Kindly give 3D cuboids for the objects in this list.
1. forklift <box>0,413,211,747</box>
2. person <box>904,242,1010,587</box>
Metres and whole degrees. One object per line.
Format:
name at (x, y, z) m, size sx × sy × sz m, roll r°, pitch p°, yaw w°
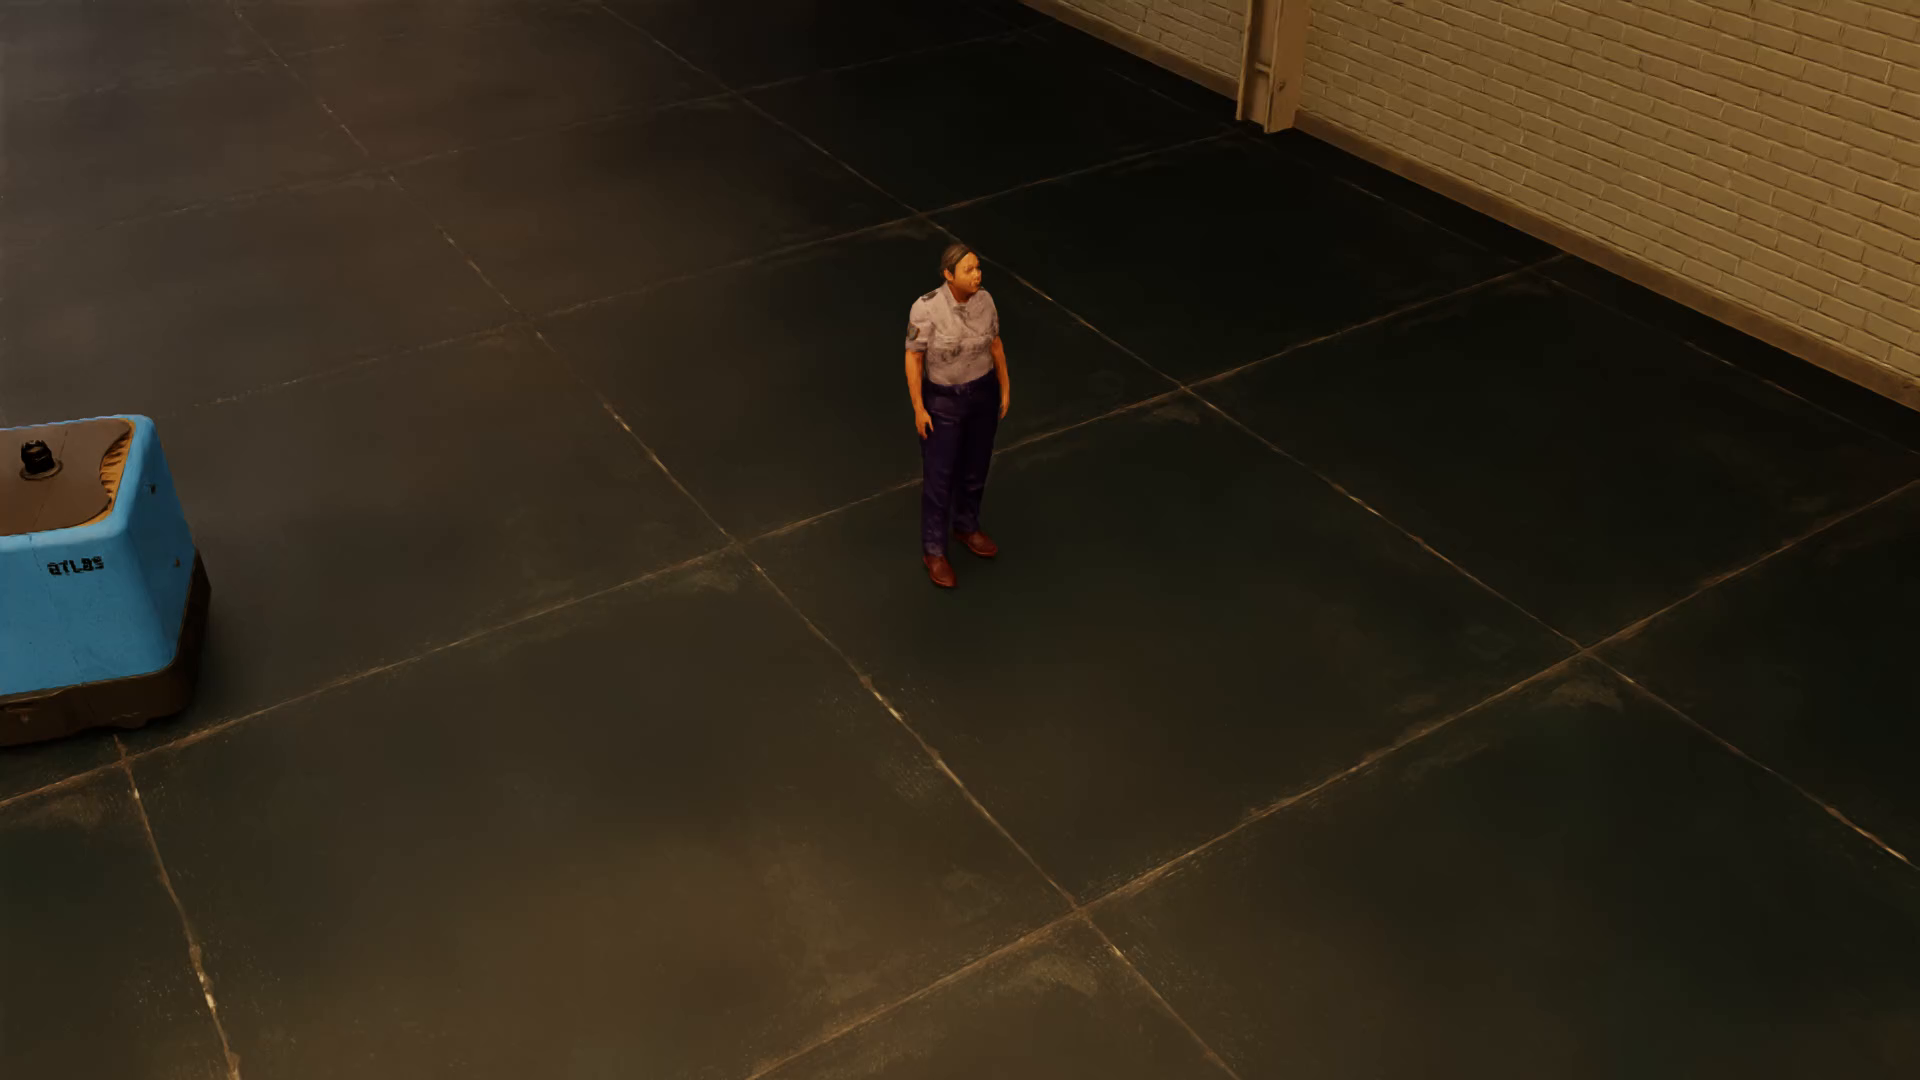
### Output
forklift at (-5.061, -0.438, 6.771) m, size 3.031 × 2.935 × 1.130 m, roll -9°, pitch 36°, yaw -12°
person at (0.030, -0.624, 8.151) m, size 0.599 × 1.637 × 0.502 m, roll -21°, pitch 40°, yaw -27°
